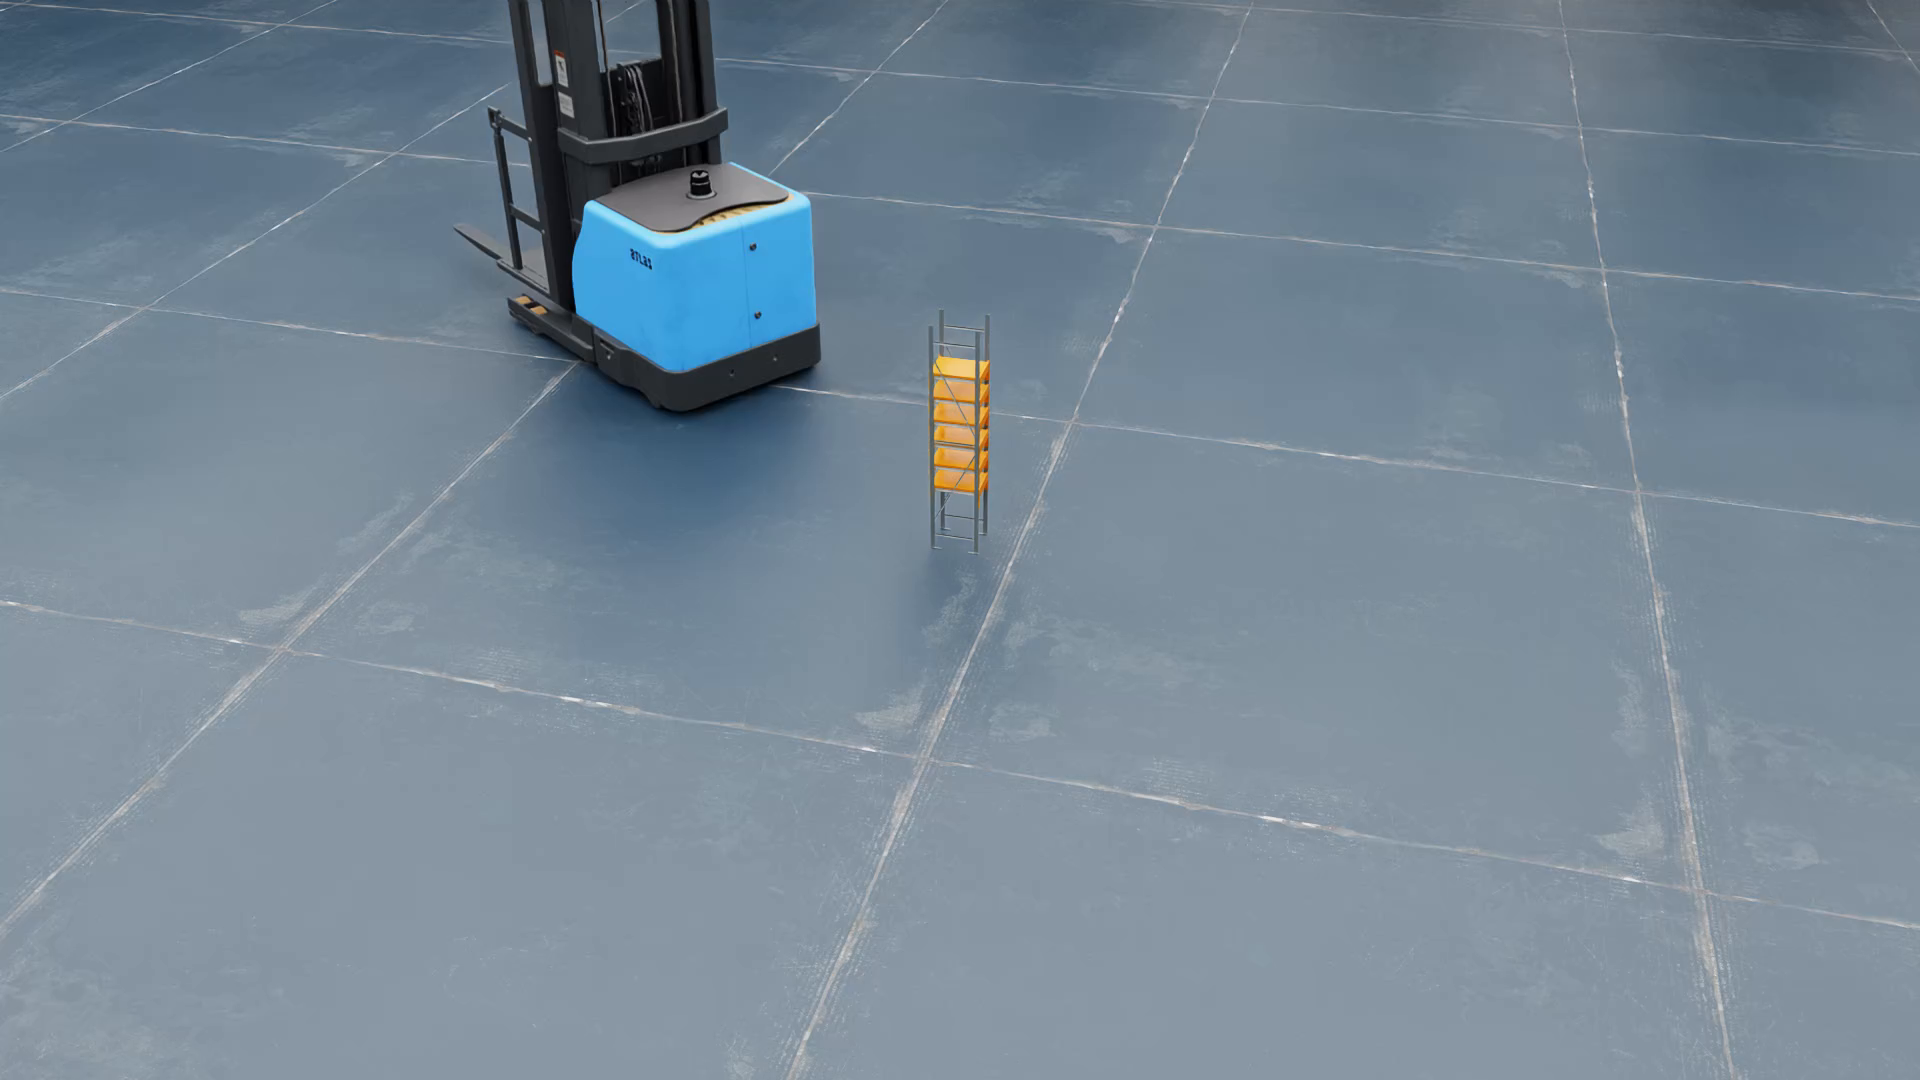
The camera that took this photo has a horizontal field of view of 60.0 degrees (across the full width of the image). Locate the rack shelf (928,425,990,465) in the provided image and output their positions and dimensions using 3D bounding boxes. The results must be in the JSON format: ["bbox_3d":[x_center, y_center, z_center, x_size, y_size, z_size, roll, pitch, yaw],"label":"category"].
[{"bbox_3d":[-0.004,-0.461,7.940,0.258,0.103,0.180,8,33,12],"label":"rack shelf"}]

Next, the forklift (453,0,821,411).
[{"bbox_3d":[-2.162,-2.666,9.711,1.130,2.935,3.031,-25,40,-34],"label":"forklift"}]

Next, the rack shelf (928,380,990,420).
[{"bbox_3d":[-0.004,-0.664,7.811,0.258,0.103,0.180,8,33,12],"label":"rack shelf"}]

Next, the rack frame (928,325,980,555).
[{"bbox_3d":[-0.027,-0.451,7.842,0.240,1.200,0.006,8,33,12],"label":"rack frame"}]

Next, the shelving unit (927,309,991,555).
[{"bbox_3d":[-0.004,-0.499,7.916,0.258,1.200,0.189,8,33,12],"label":"shelving unit"}]

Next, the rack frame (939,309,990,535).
[{"bbox_3d":[0.020,-0.546,7.991,0.240,1.200,0.006,8,33,12],"label":"rack frame"}]

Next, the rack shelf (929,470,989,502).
[{"bbox_3d":[-0.004,-0.259,8.069,0.258,0.103,0.180,8,33,12],"label":"rack shelf"}]

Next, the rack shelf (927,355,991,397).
[{"bbox_3d":[-0.004,-0.765,7.747,0.258,0.103,0.180,8,33,12],"label":"rack shelf"}]

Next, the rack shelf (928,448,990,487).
[{"bbox_3d":[-0.004,-0.360,8.005,0.258,0.103,0.180,8,33,12],"label":"rack shelf"}]

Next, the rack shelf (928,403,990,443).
[{"bbox_3d":[-0.004,-0.563,7.876,0.258,0.103,0.180,8,33,12],"label":"rack shelf"}]
